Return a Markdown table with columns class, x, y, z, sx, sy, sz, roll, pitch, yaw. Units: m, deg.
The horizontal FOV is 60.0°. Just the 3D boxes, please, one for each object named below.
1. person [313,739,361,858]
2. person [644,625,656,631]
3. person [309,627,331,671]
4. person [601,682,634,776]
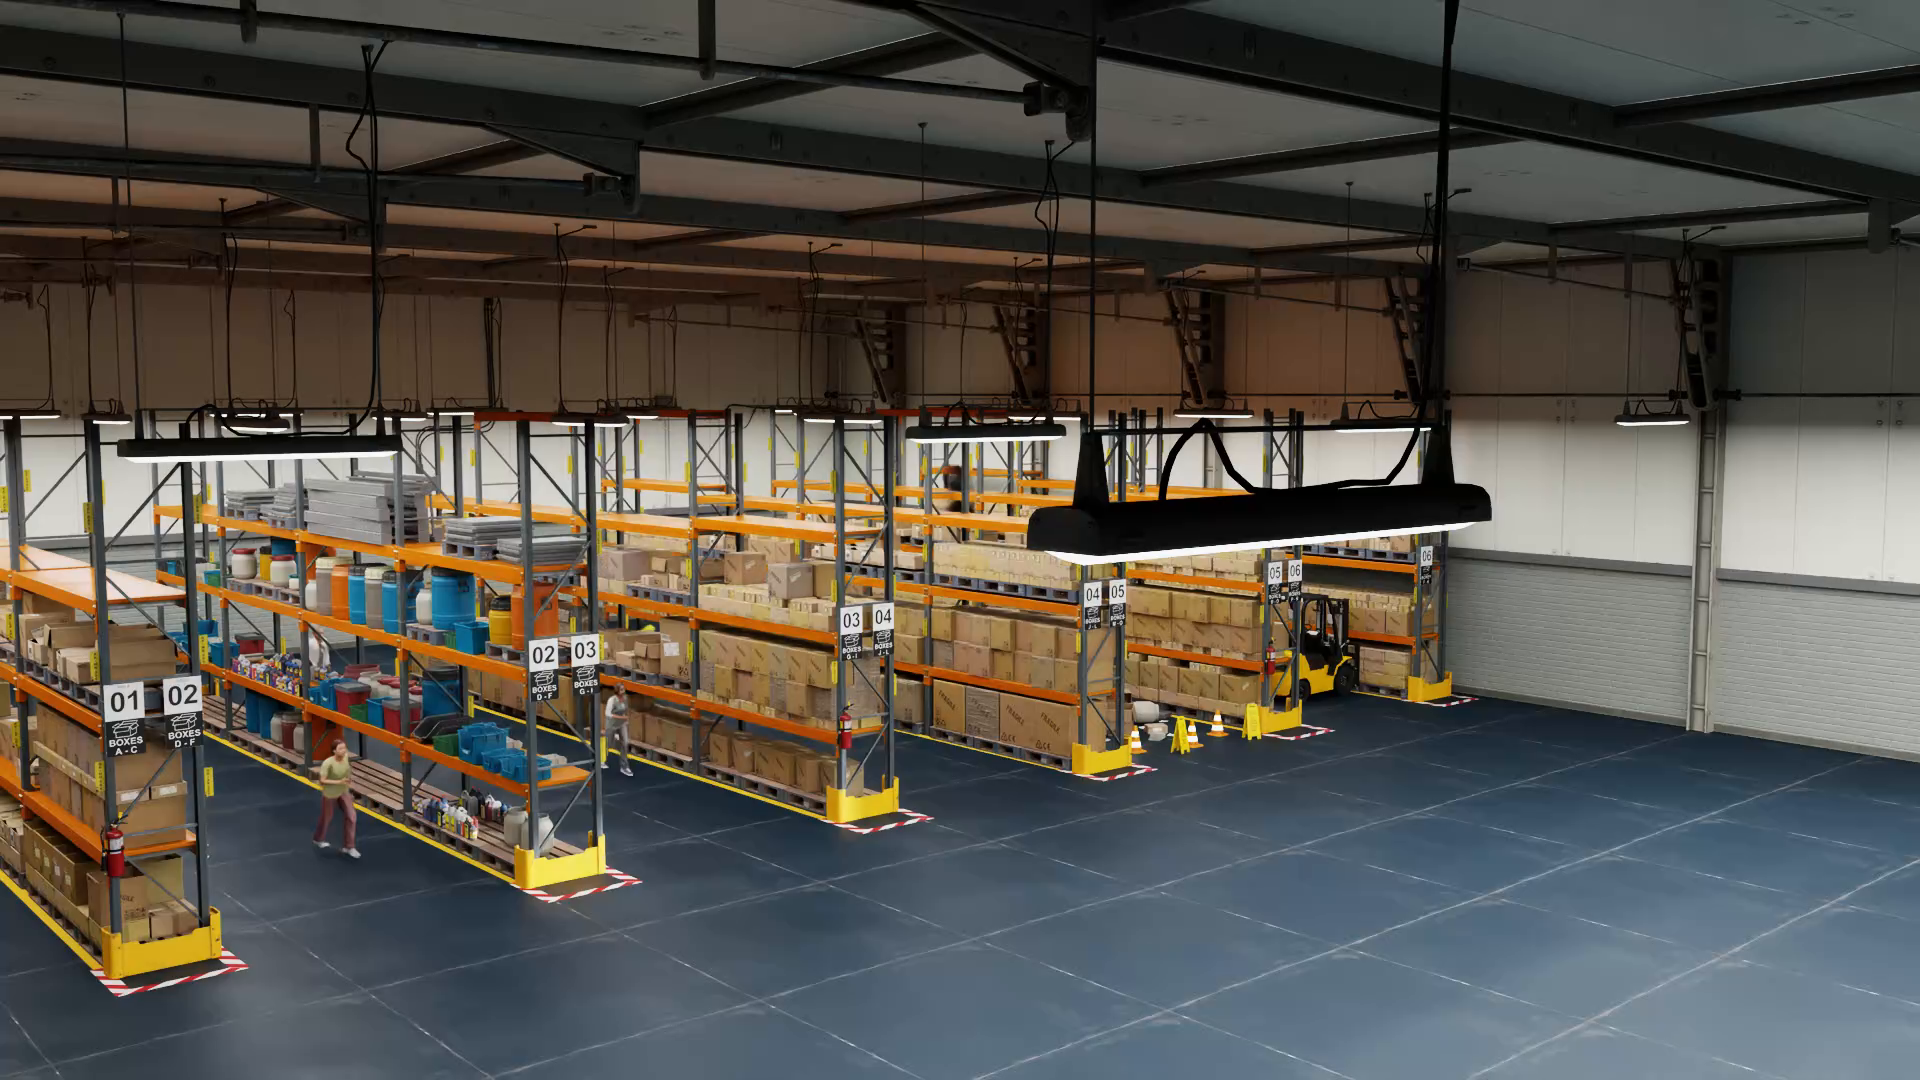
| class | x | y | z | sx | sy | sz | roll | pitch | yaw |
| --- | --- | --- | --- | --- | --- | --- | --- | --- | --- |
| person | -8.594 | 3.511 | 22.824 | 0.941 | 1.640 | 0.573 | 4 | 7 | 40 |
| person | -6.115 | 2.569 | 32.864 | 0.716 | 1.788 | 0.690 | 5 | 7 | 42 |
| person | -12.912 | 2.593 | 33.248 | 0.808 | 1.753 | 0.675 | 3 | 6 | 28 |
| person | -5.753 | 3.116 | 27.687 | 0.899 | 1.567 | 0.532 | 5 | 7 | 44 |
